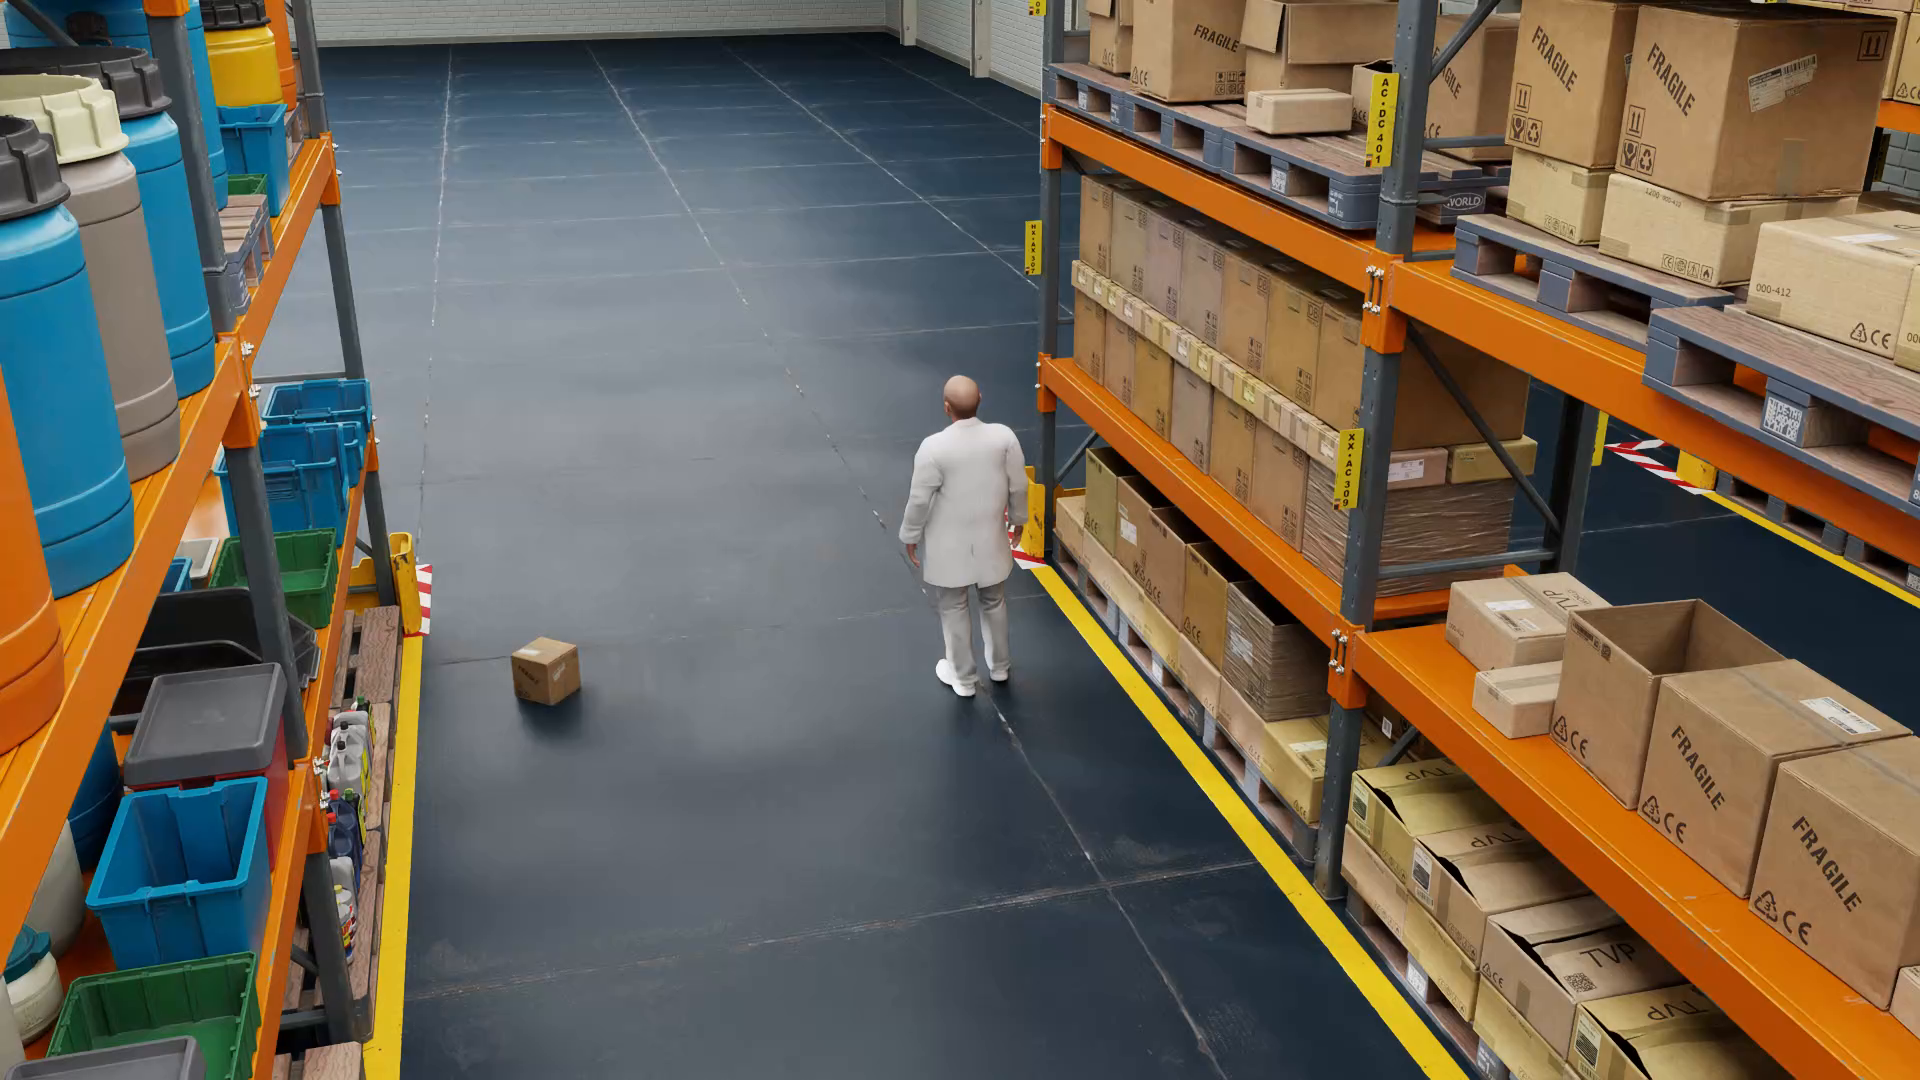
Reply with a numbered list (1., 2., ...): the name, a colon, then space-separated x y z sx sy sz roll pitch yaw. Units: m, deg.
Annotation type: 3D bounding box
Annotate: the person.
1. person: 0.005 -0.049 8.708 0.698 1.777 0.580 -6 23 -14
